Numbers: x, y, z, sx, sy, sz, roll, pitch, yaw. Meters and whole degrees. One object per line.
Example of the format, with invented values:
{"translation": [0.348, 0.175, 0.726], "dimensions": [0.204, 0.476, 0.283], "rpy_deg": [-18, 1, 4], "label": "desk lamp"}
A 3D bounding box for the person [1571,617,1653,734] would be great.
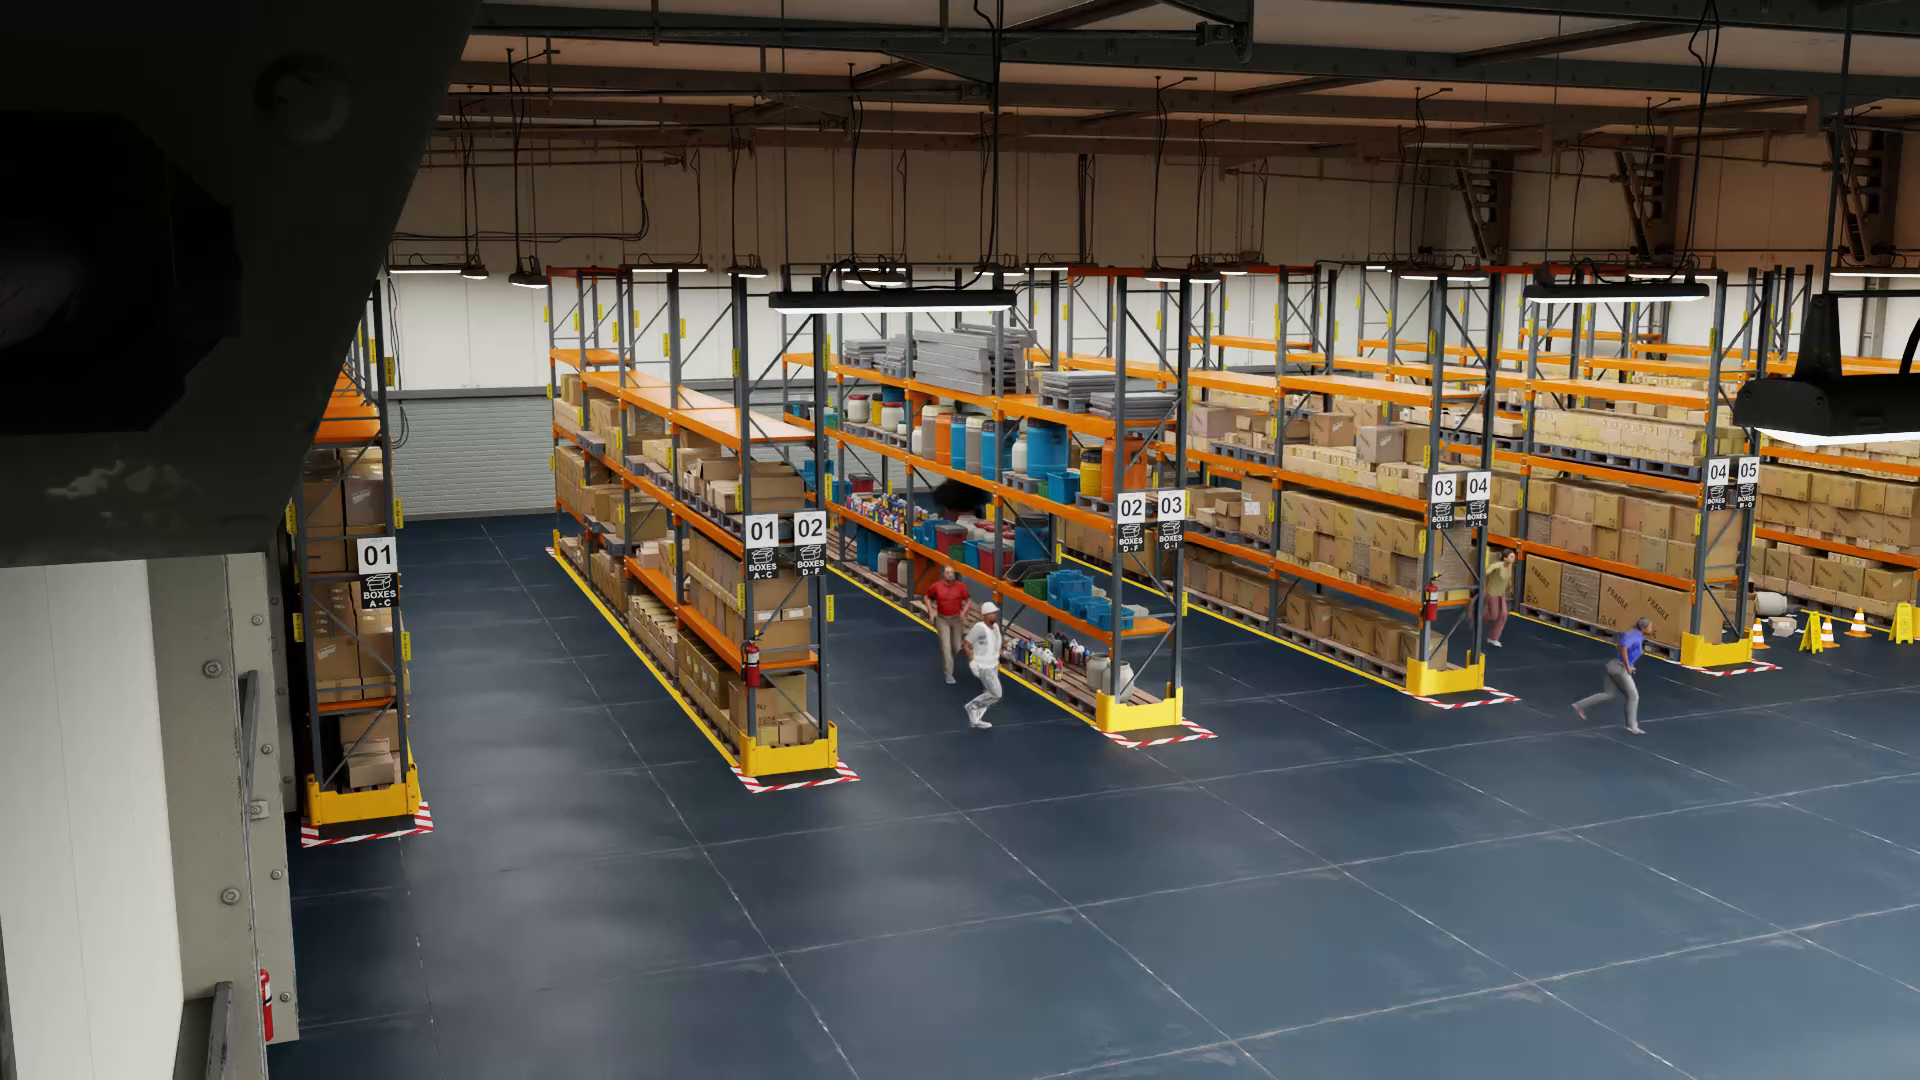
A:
{"translation": [8.620, 1.791, 21.970], "dimensions": [0.940, 1.615, 0.600], "rpy_deg": [3, 10, 15], "label": "person"}

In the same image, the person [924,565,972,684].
{"translation": [-0.170, 1.211, 24.747], "dimensions": [0.690, 1.706, 0.915], "rpy_deg": [-2, 10, -10], "label": "person"}

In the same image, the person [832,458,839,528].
{"translation": [-3.049, -1.027, 37.962], "dimensions": [0.787, 1.692, 0.634], "rpy_deg": [-1, 10, -4], "label": "person"}

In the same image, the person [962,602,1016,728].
{"translation": [0.395, 1.674, 22.034], "dimensions": [0.632, 1.727, 0.688], "rpy_deg": [5, 11, 25], "label": "person"}

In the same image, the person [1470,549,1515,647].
{"translation": [8.652, 0.898, 27.031], "dimensions": [0.577, 1.613, 0.784], "rpy_deg": [-8, 13, -38], "label": "person"}
